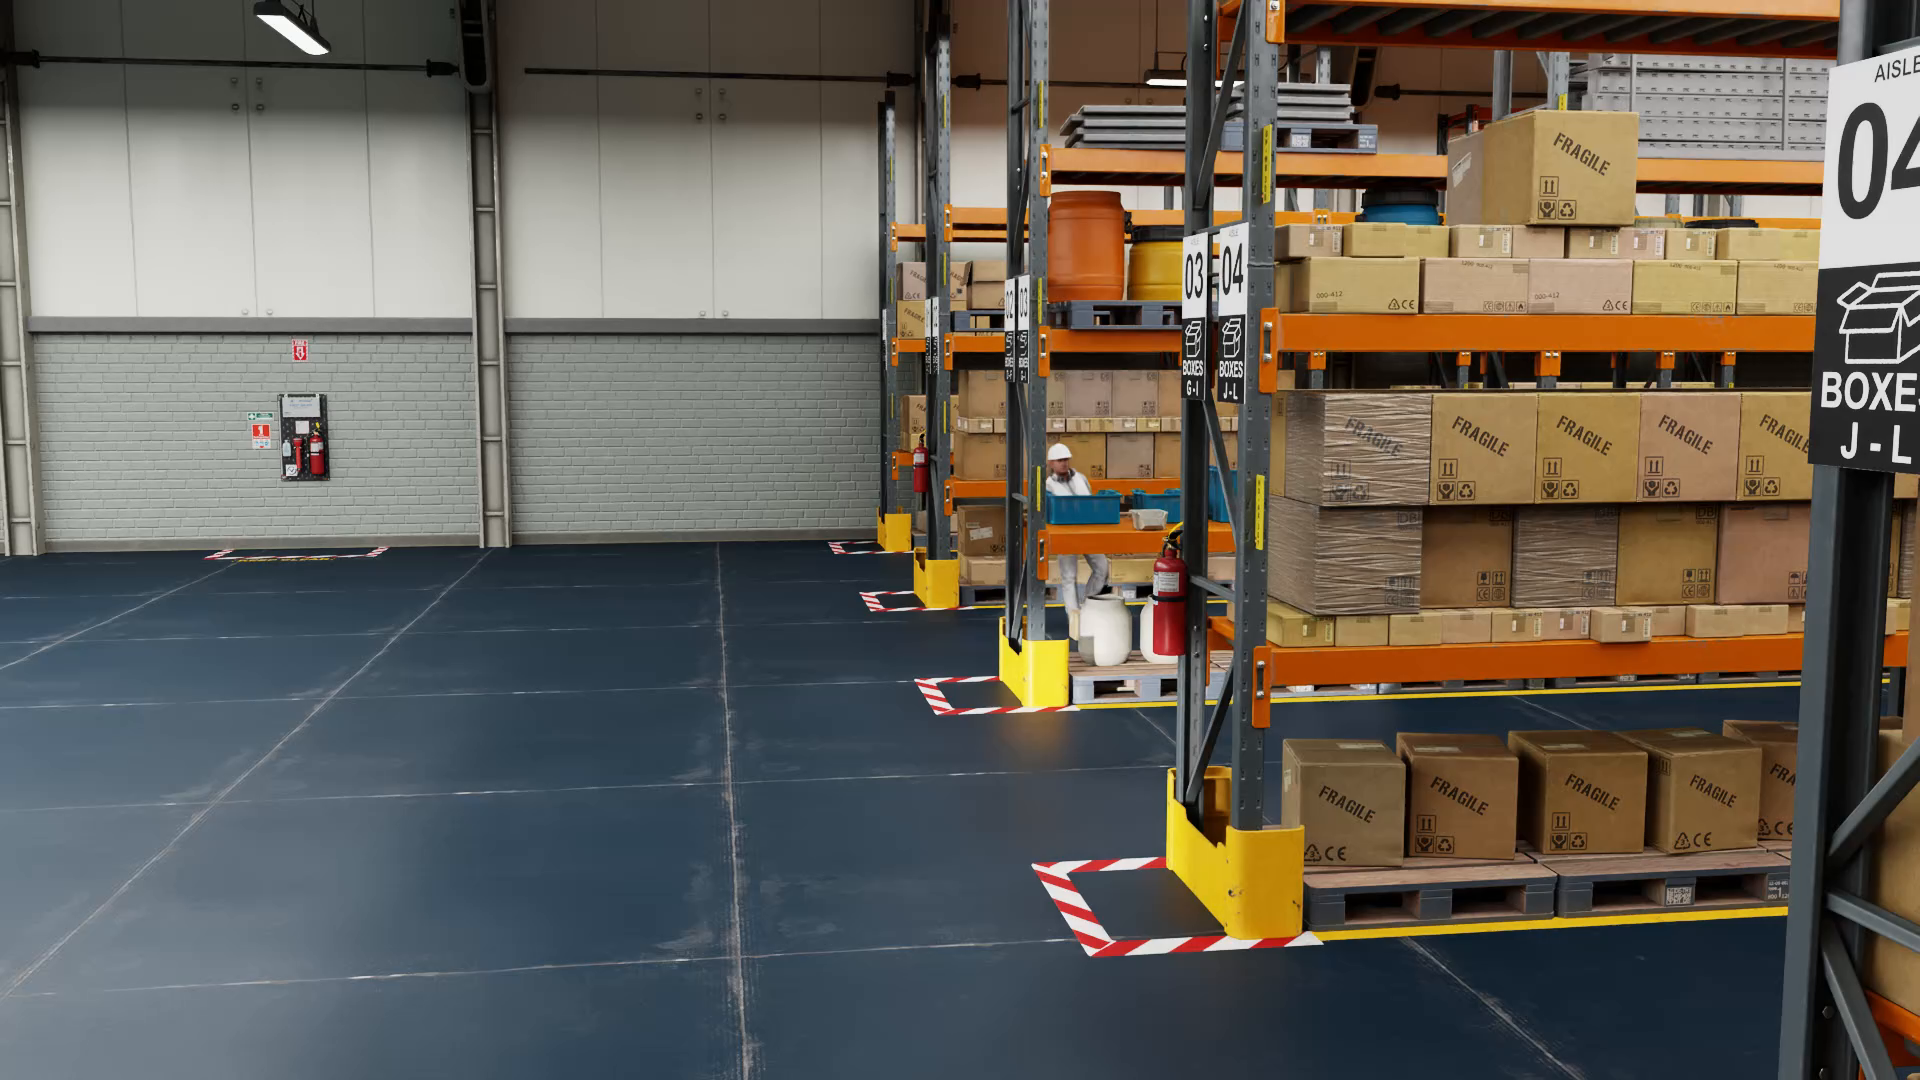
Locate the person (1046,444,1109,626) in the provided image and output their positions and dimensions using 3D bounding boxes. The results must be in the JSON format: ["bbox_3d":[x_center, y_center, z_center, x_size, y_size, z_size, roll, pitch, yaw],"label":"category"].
[{"bbox_3d":[1.095,-0.024,15.750,0.648,1.773,0.541,-2,7,-16],"label":"person"}]
